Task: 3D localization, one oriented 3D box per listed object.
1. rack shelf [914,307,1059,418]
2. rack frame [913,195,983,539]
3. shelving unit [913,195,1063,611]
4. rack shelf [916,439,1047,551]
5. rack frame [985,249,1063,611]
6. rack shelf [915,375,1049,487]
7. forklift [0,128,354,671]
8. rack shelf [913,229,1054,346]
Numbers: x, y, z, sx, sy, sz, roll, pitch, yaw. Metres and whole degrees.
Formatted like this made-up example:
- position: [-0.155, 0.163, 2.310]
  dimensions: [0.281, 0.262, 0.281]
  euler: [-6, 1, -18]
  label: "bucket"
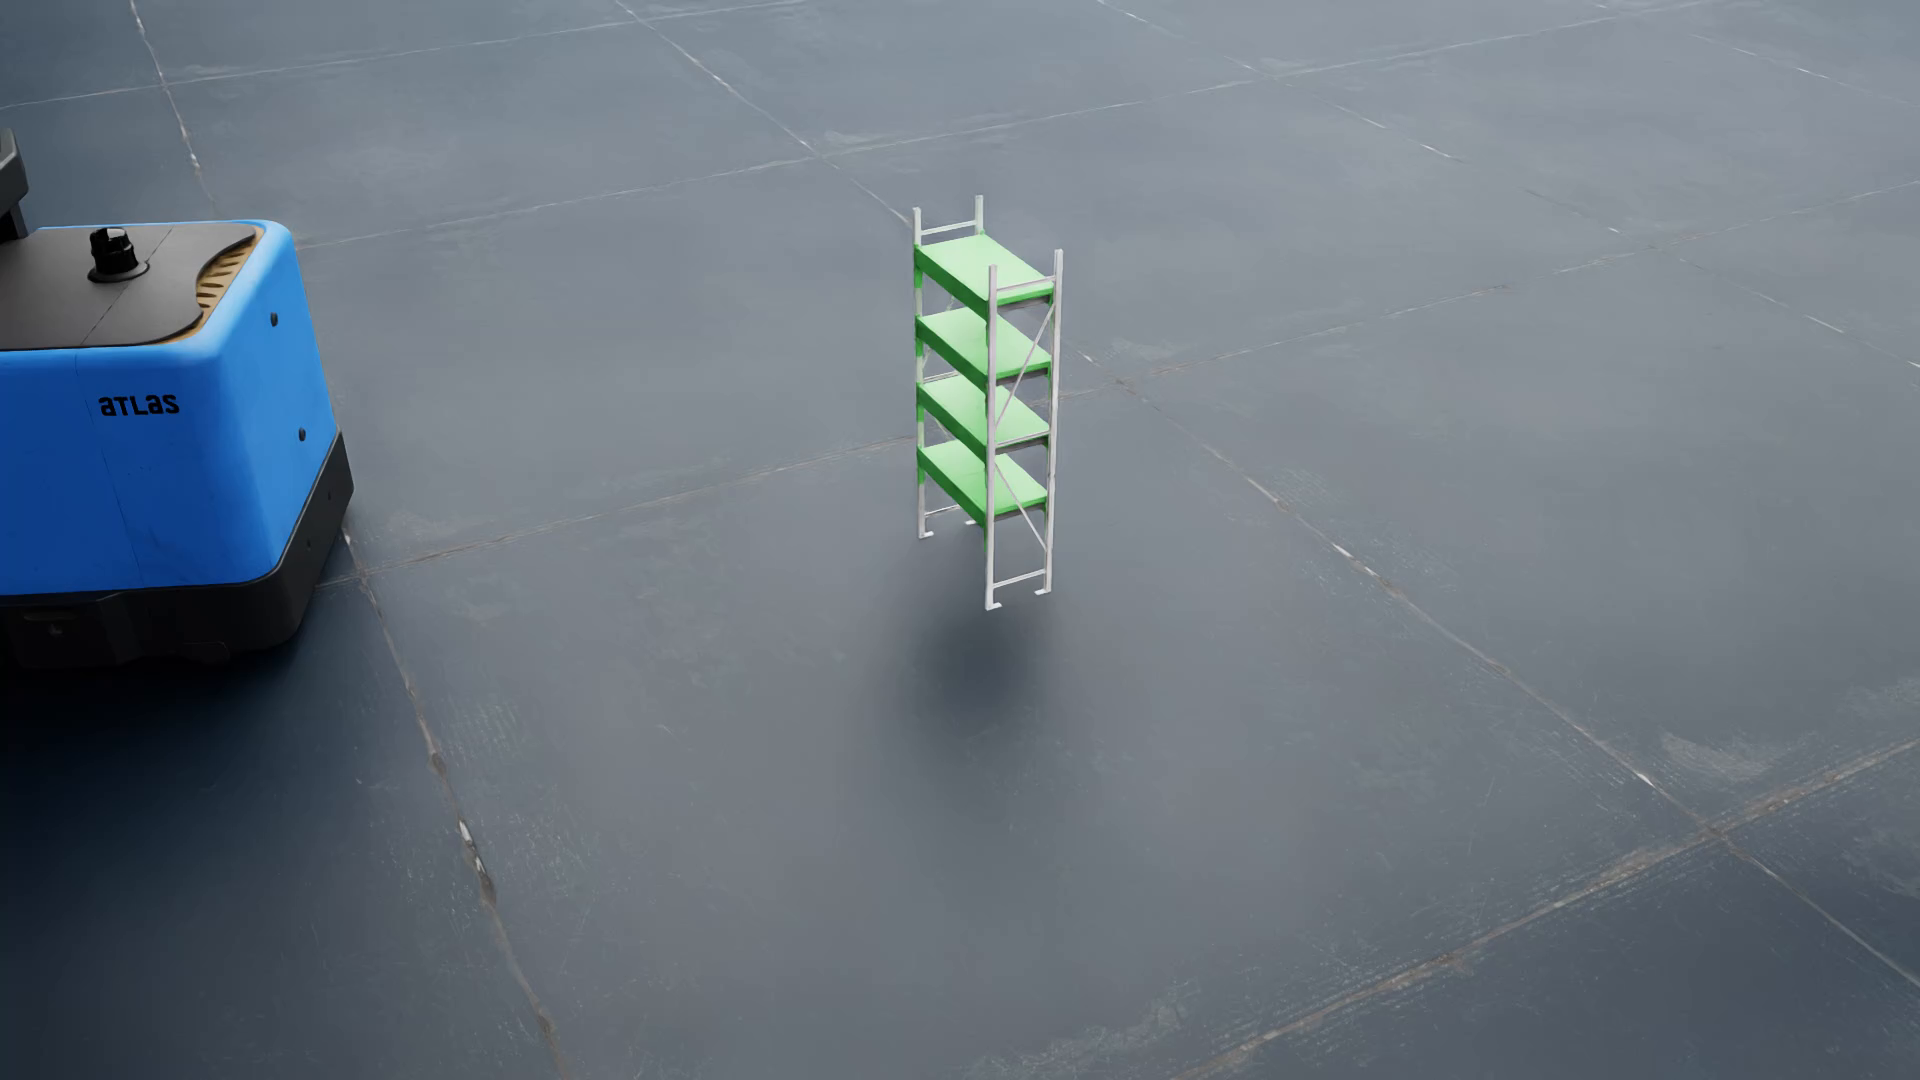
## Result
- position: [0.077, -0.575, 5.208]
  dimensions: [0.258, 0.148, 0.480]
  euler: [-16, 36, -23]
  label: "rack shelf"
- position: [-0.037, -0.543, 5.485]
  dimensions: [0.240, 1.200, 0.015]
  euler: [-16, 36, -23]
  label: "rack frame"
- position: [0.077, -0.426, 5.303]
  dimensions: [0.258, 1.200, 0.503]
  euler: [-16, 36, -23]
  label: "shelving unit"
- position: [0.077, -0.170, 5.467]
  dimensions: [0.258, 0.148, 0.480]
  euler: [-16, 36, -23]
  label: "rack shelf"
- position: [0.191, -0.310, 5.121]
  dimensions: [0.240, 1.200, 0.015]
  euler: [-16, 36, -23]
  label: "rack frame"
- position: [0.077, -0.372, 5.337]
  dimensions: [0.258, 0.148, 0.480]
  euler: [-16, 36, -23]
  label: "rack shelf"
- position: [-3.613, -1.042, 4.660]
  dimensions: [3.031, 2.935, 1.130]
  euler: [-3, 33, -5]
  label: "forklift"
- position: [0.077, -0.777, 5.079]
  dimensions: [0.258, 0.148, 0.480]
  euler: [-16, 36, -23]
  label: "rack shelf"
